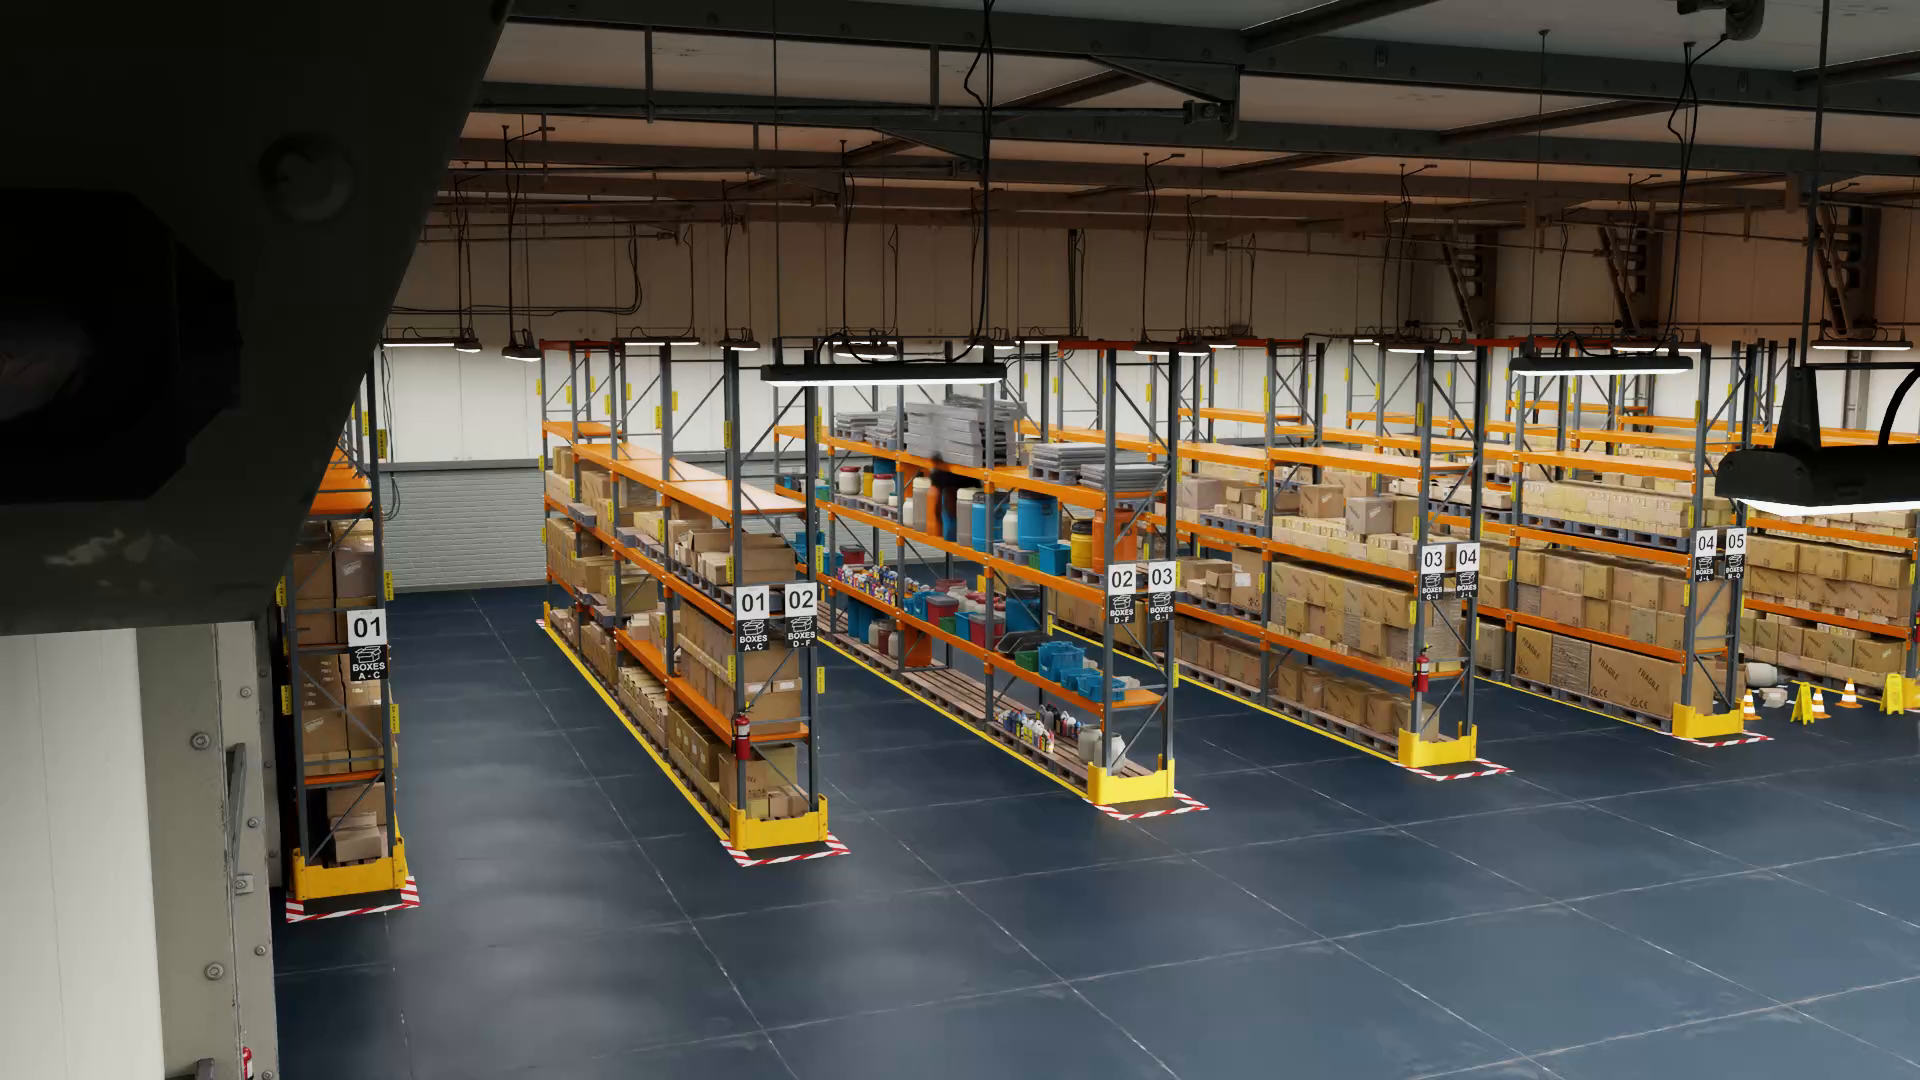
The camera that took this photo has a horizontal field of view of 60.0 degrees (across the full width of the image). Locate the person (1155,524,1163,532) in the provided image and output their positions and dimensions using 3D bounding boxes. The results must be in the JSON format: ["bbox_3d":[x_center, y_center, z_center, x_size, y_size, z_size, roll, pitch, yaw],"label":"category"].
[{"bbox_3d":[4.472,0.439,38.544,0.716,1.805,0.971,-2,8,-13],"label":"person"}]
